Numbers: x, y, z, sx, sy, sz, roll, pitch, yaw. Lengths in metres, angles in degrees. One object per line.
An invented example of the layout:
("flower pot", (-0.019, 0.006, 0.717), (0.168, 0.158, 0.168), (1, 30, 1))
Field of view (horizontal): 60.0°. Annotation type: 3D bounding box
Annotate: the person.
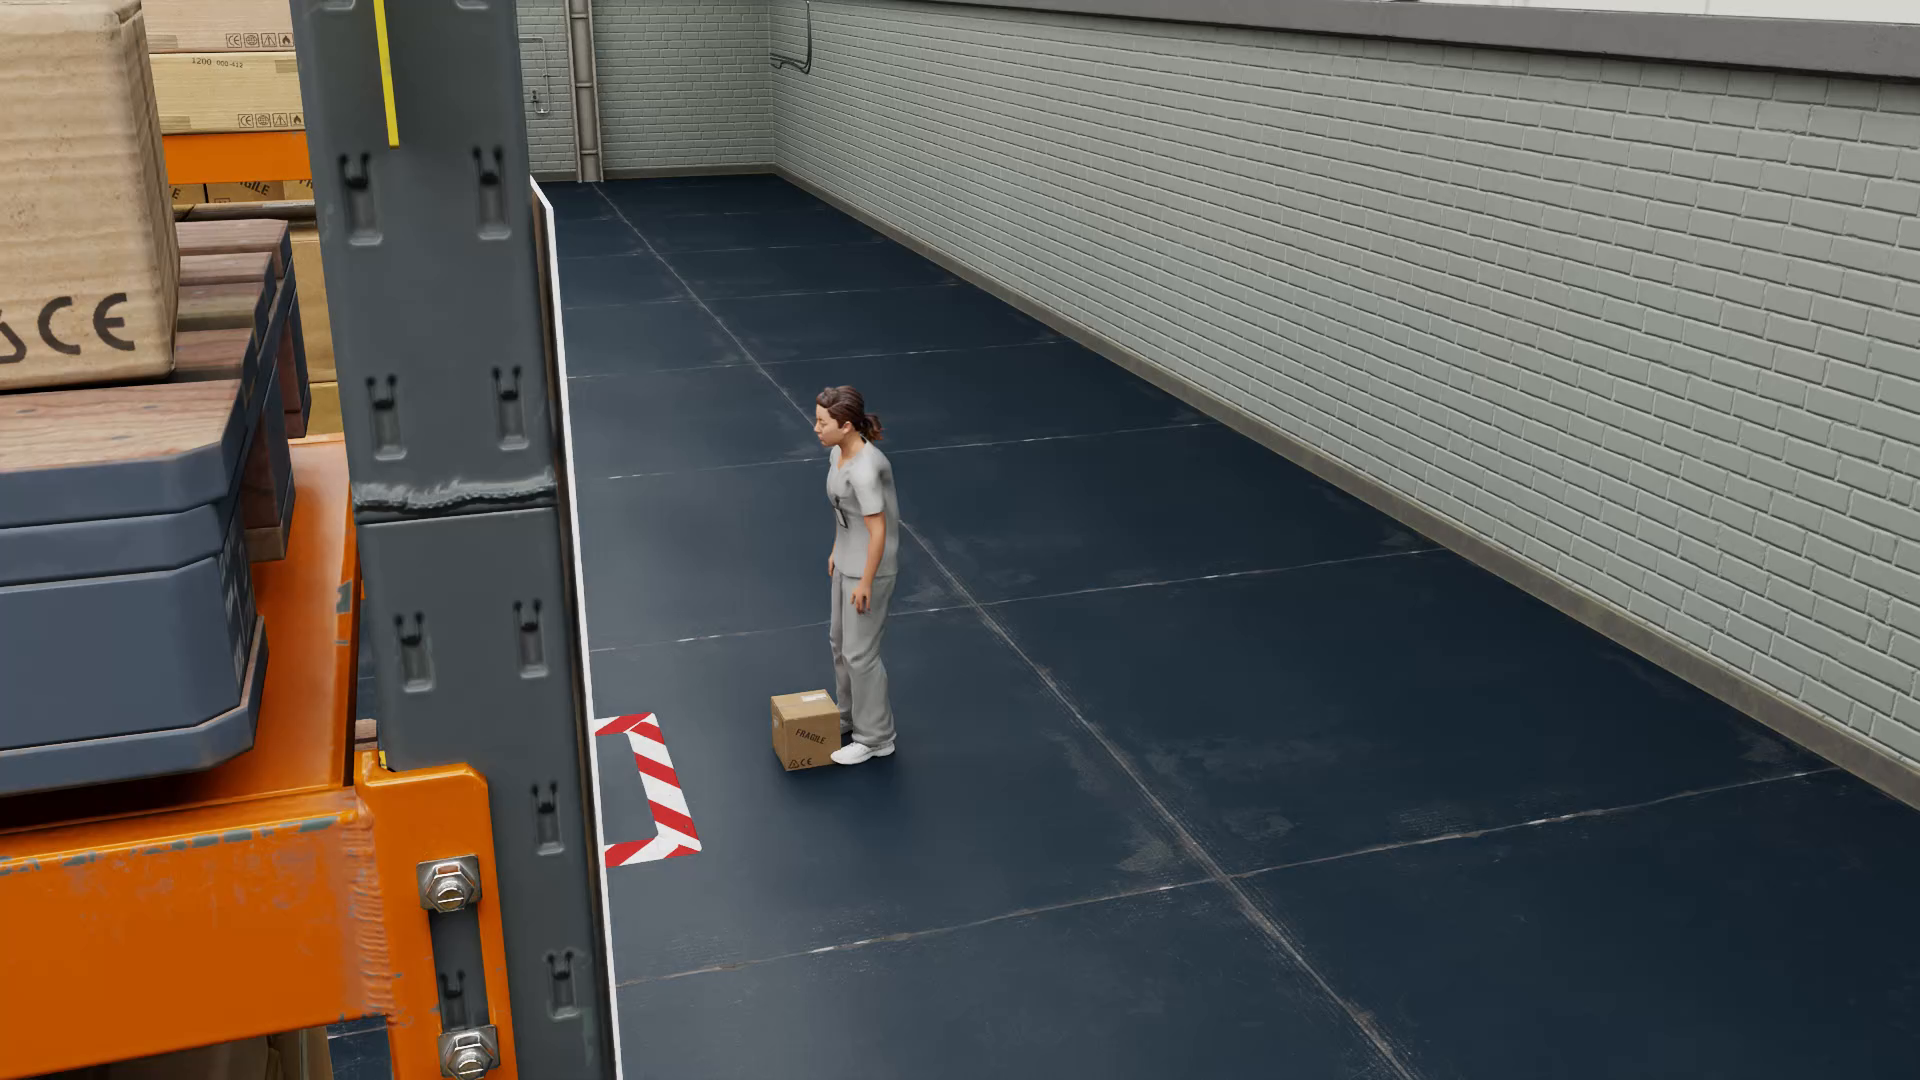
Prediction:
("person", (-0.447, 0.137, 7.179), (0.352, 1.673, 0.494), (-6, 20, -18))
